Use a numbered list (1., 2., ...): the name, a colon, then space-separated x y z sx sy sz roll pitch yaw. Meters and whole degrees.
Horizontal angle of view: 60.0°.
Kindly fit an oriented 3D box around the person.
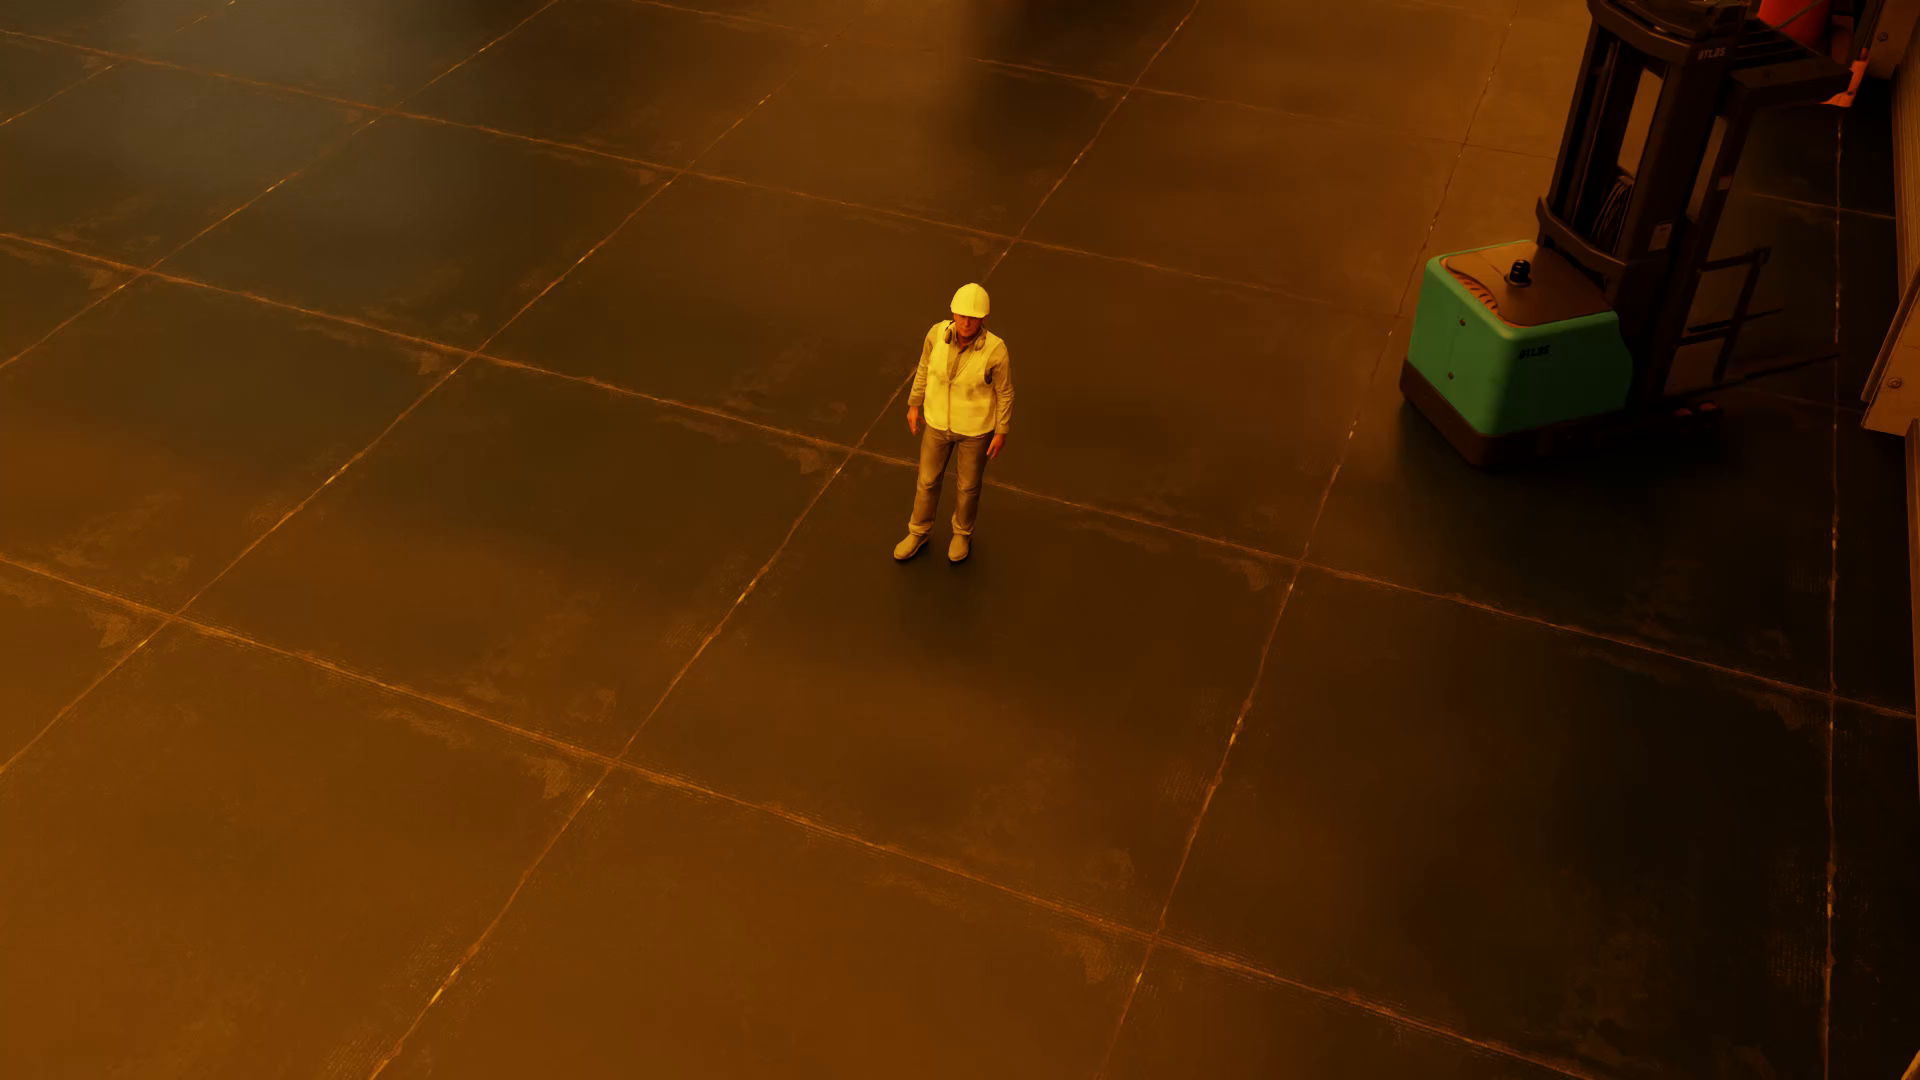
1. person: -0.031 -0.650 9.673 0.633 1.775 0.566 15 42 17

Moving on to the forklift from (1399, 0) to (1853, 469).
1. forklift: 4.592 -2.151 10.576 3.031 2.935 1.130 -12 41 -14
